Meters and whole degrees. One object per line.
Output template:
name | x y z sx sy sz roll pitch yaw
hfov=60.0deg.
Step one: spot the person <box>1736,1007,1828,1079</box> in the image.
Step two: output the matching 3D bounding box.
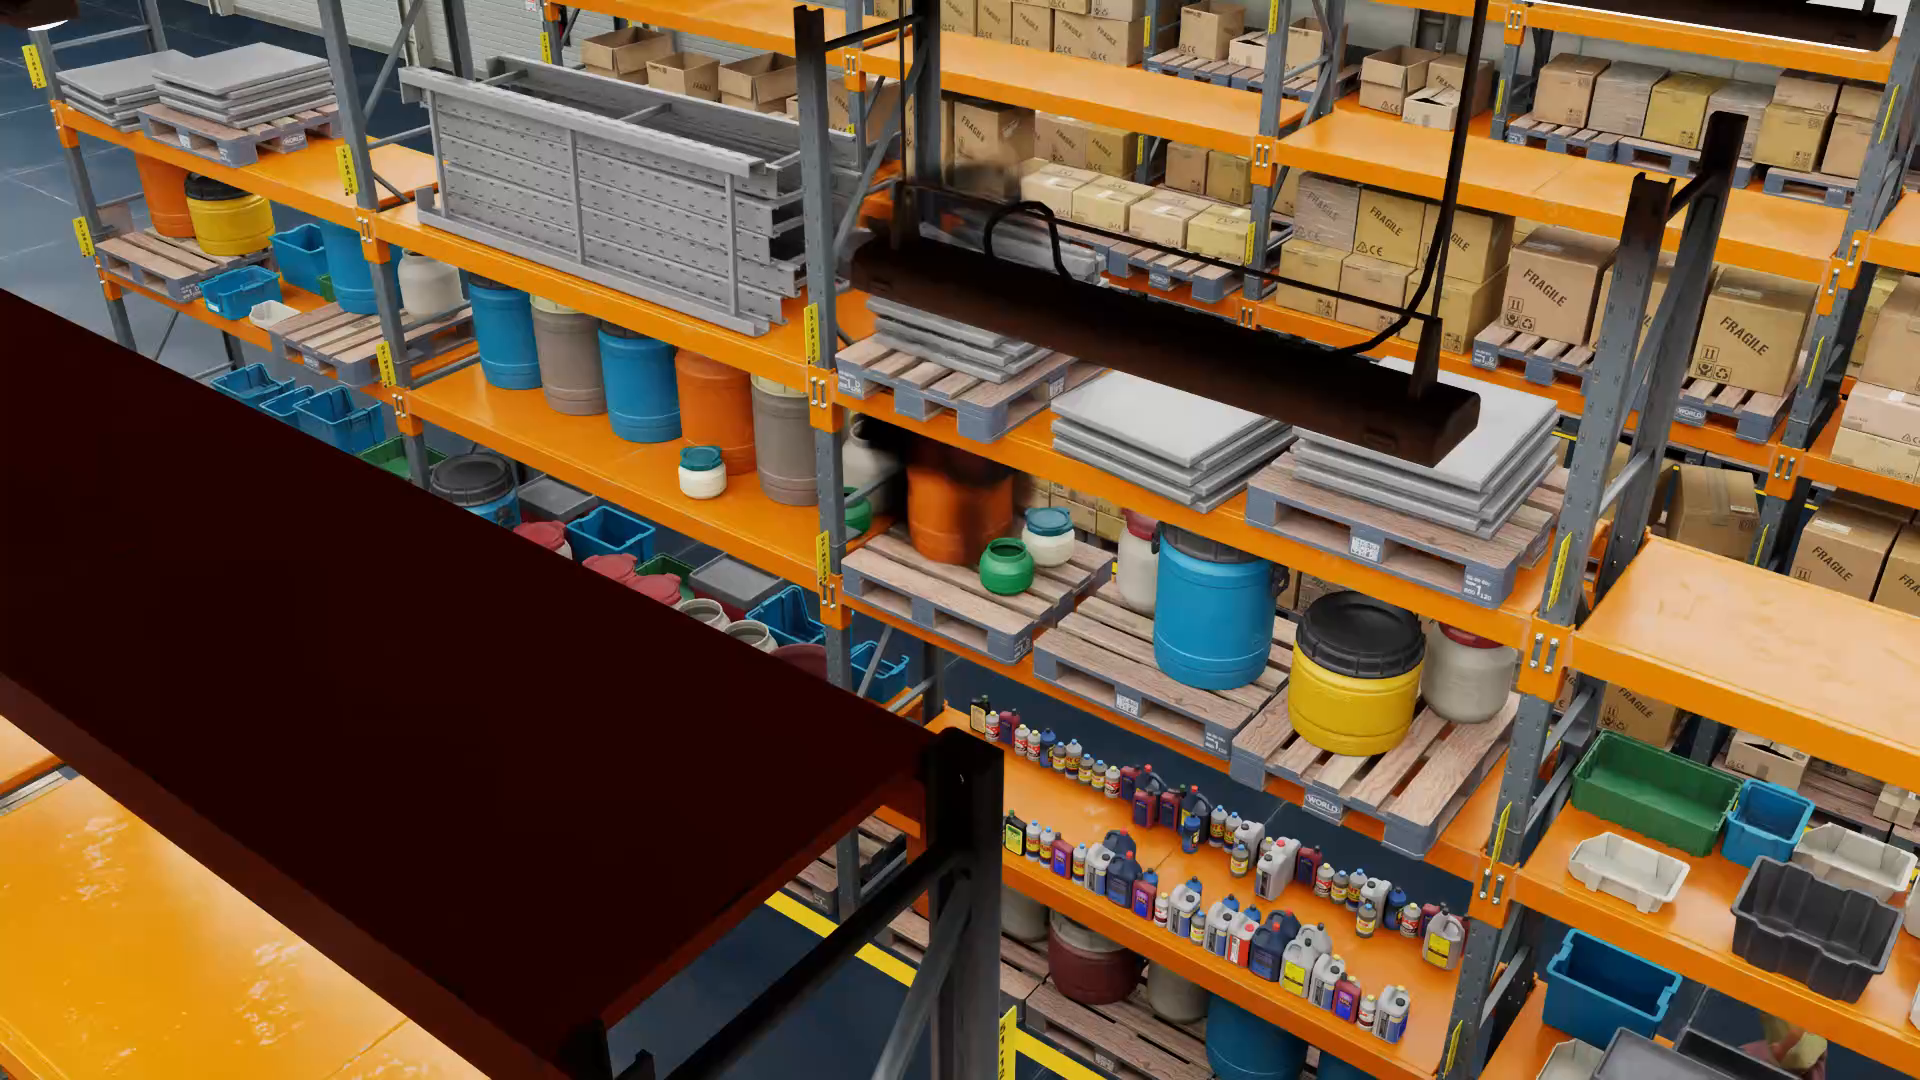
person | 4.606 2.876 9.094 0.951 1.629 0.614 26 40 36
